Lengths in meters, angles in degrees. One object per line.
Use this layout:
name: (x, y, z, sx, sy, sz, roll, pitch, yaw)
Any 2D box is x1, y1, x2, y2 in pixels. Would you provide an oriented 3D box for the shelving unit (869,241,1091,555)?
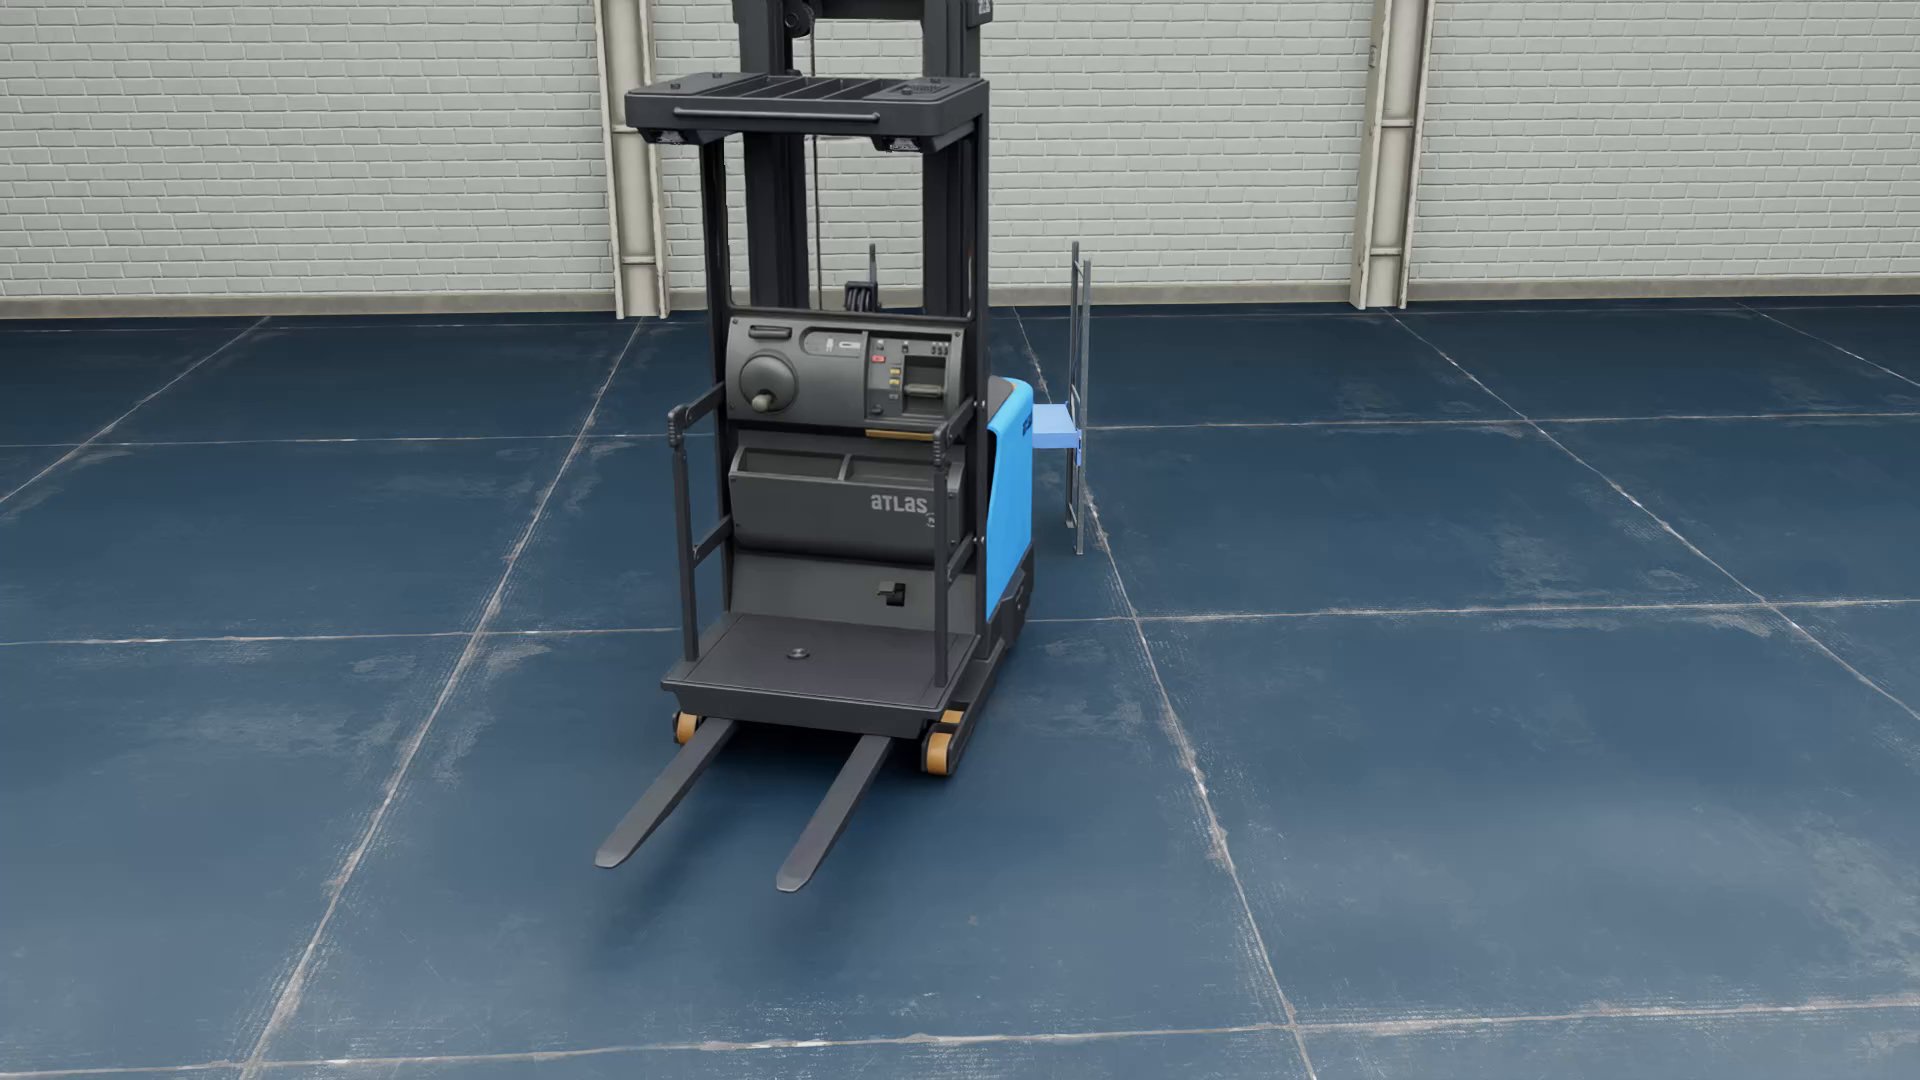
shelving unit: (0.085, -0.703, 8.359, 1.048, 1.500, 0.538, -1, 21, -3)

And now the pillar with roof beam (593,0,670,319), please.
pillar with roof beam: (-2.303, -4.497, 7.787, 0.400, 9.000, 9.100, -1, 21, -3)

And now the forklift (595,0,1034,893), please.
forklift: (-0.490, -0.626, 6.146, 1.130, 2.935, 3.031, 5, 21, 12)

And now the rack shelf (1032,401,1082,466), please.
rack shelf: (0.085, -0.535, 8.423, 1.000, 0.185, 0.538, -1, 21, -3)

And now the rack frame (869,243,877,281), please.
rack frame: (-0.422, -0.692, 8.332, 0.032, 1.500, 0.500, -1, 21, -3)

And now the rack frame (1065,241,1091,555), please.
rack frame: (0.593, -0.713, 8.386, 0.032, 1.500, 0.500, -1, 21, -3)

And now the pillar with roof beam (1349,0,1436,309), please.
pillar with roof beam: (3.687, -4.619, 8.107, 0.400, 9.000, 9.100, -1, 21, -3)
